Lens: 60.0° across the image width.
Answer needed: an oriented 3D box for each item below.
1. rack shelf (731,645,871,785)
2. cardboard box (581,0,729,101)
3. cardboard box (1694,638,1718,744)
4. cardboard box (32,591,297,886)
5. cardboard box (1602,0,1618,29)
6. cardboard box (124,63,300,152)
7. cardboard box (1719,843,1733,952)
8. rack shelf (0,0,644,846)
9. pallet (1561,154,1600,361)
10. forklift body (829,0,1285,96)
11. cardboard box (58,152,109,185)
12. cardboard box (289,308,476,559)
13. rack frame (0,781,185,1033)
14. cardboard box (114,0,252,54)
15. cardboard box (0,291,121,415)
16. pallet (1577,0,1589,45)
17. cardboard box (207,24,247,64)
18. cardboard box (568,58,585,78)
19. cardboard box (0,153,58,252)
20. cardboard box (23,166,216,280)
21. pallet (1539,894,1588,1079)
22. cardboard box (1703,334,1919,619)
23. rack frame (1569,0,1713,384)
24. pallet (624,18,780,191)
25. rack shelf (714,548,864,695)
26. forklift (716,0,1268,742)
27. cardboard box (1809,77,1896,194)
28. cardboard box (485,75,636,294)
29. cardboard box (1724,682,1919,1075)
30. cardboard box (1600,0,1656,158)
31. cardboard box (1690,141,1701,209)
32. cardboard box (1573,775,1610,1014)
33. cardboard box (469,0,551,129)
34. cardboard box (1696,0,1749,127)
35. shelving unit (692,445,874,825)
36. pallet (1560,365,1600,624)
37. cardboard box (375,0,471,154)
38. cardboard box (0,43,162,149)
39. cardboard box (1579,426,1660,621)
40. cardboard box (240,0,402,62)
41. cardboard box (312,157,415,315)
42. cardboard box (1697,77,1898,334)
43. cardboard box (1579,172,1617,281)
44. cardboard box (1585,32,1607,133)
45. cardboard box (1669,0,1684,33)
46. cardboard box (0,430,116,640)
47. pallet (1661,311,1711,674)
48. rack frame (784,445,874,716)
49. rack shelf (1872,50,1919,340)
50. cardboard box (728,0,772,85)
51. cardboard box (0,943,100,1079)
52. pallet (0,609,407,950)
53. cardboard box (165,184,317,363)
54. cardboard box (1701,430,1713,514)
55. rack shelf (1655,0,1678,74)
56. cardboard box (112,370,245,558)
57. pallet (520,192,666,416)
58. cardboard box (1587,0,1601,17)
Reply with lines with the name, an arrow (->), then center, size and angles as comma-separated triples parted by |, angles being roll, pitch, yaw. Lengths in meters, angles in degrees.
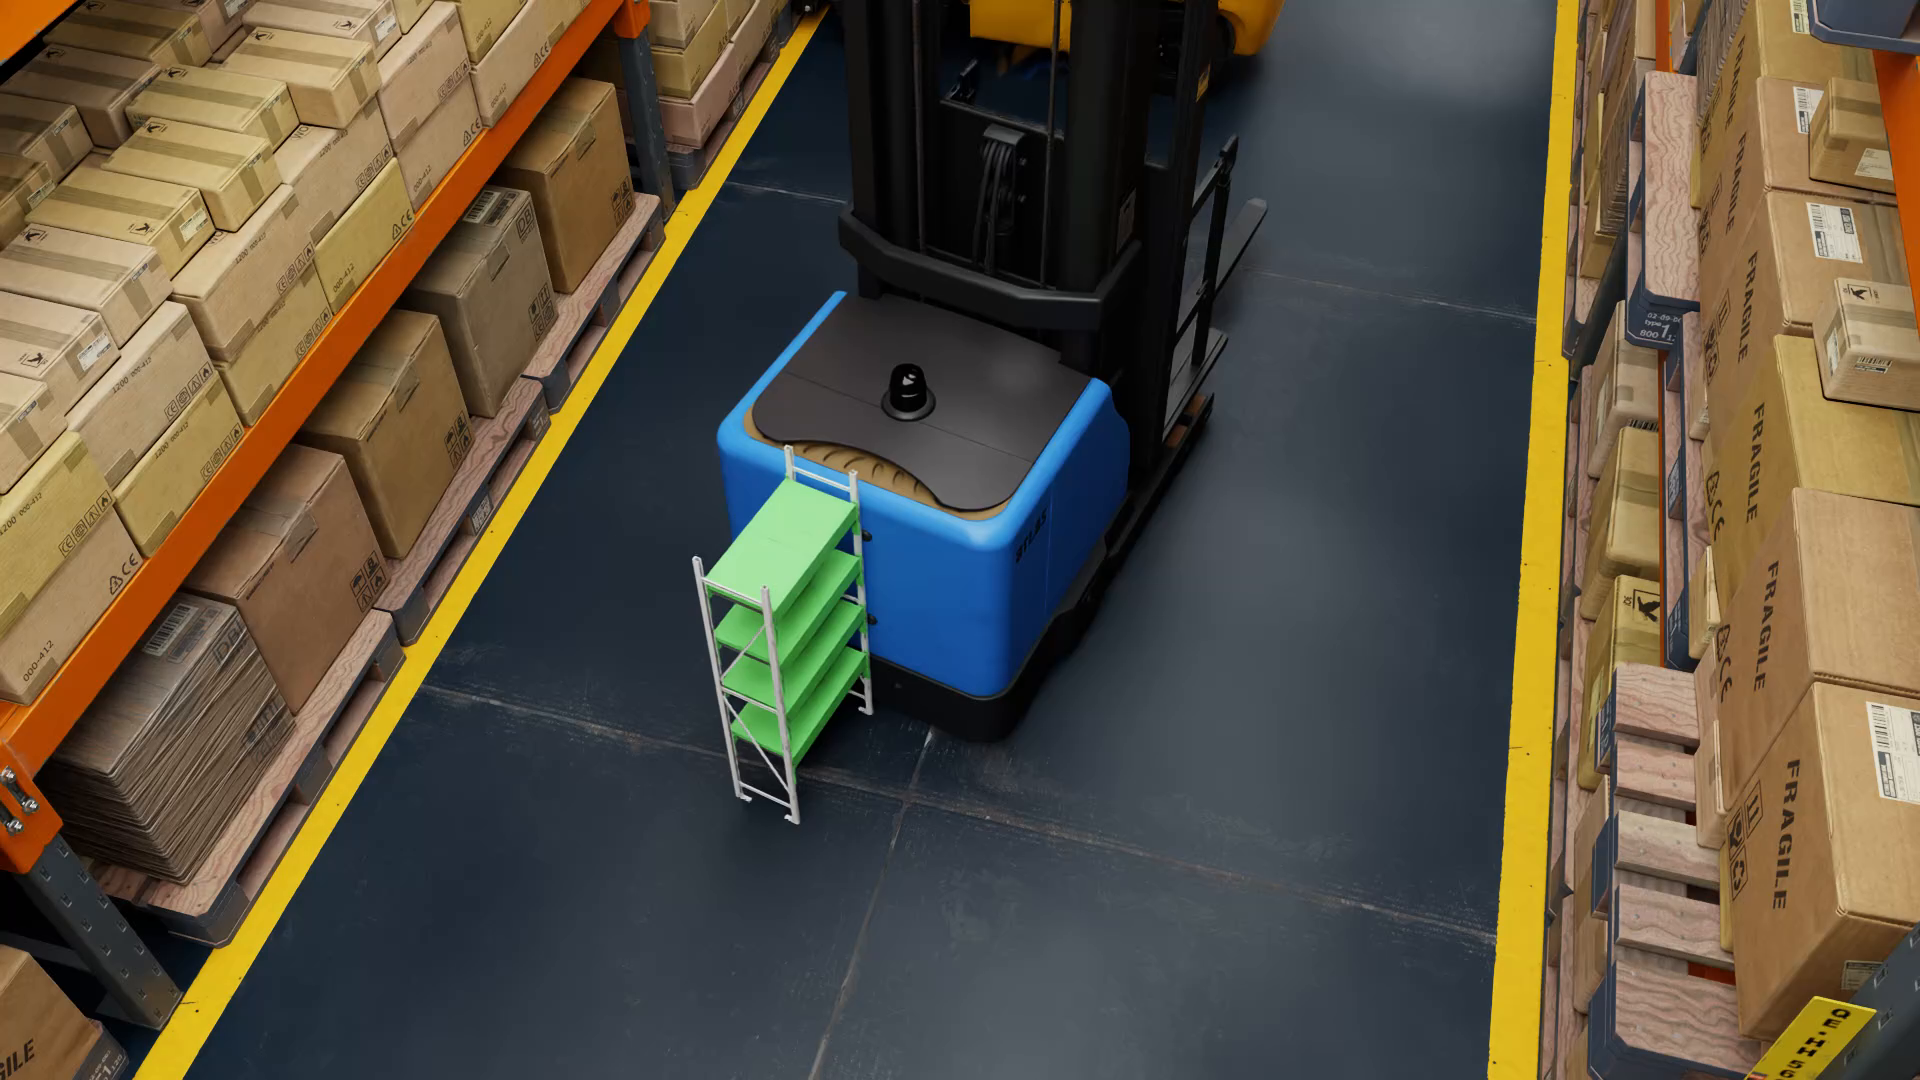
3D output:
rack shelf -> -0.520, 0.526, 5.391 | 0.258, 0.148, 0.480 | 21, 52, 18
cardboard box -> -1.367, -2.246, 7.452 | 0.500, 0.250, 0.500 | 11, 50, 10
cardboard box -> 1.902, 0.388, 3.794 | 0.380, 0.149, 0.250 | 9, 49, 8
cardboard box -> -2.667, 0.529, 5.086 | 0.875, 0.625, 0.625 | 13, 50, 11
cardboard box -> 3.292, -2.670, 7.659 | 0.500, 0.500, 0.500 | 12, 50, 11
cardboard box -> -2.172, -1.232, 4.838 | 0.380, 0.149, 0.250 | 12, 50, 10
cardboard box -> 1.805, 0.760, 3.466 | 0.380, 0.149, 0.250 | 12, 50, 11
rack shelf -> -2.318, -0.878, 5.504 | 1.077, 0.370, 4.000 | 12, 50, 10
pallet -> 3.140, -1.156, 7.129 | 1.003, 0.211, 1.213 | 12, 50, 10
forklift body -> 0.522, -3.443, 7.855 | 2.313, 2.155, 1.214 | 12, 50, 10
cardboard box -> -2.727, -0.897, 4.808 | 0.500, 0.250, 0.500 | 11, 50, 10
cardboard box -> -2.326, -0.432, 5.935 | 0.875, 0.625, 0.625 | 10, 49, 8
rack frame -> -2.845, 0.331, 3.958 | 1.000, 3.000, 0.127 | 12, 50, 10
cardboard box -> -2.478, -1.687, 5.239 | 0.380, 0.149, 0.250 | 11, 50, 10
cardboard box -> -2.365, -0.474, 4.168 | 0.380, 0.149, 0.250 | 13, 50, 11
pallet -> 3.783, -2.921, 8.687 | 1.003, 0.211, 1.213 | 12, 50, 10
cardboard box -> -2.461, -1.631, 5.456 | 0.500, 0.250, 0.500 | 10, 49, 9
cardboard box -> -1.861, -2.350, 7.544 | 0.500, 0.250, 0.500 | 11, 49, 9
cardboard box -> -2.725, -0.944, 4.583 | 0.380, 0.149, 0.250 | 11, 50, 10
cardboard box -> -2.271, -0.853, 4.503 | 0.380, 0.149, 0.250 | 12, 50, 10
pallet -> 2.152, 1.665, 4.640 | 1.003, 0.211, 1.213 | 12, 50, 10
cardboard box -> 2.053, -0.088, 3.782 | 0.500, 0.500, 0.500 | 9, 49, 7
rack frame -> 2.998, -1.586, 5.649 | 1.000, 3.000, 0.127 | 12, 50, 10
pallet -> -1.542, -2.207, 8.057 | 1.003, 0.211, 1.213 | 12, 50, 10
rack shelf -> -0.520, 0.208, 5.031 | 0.258, 0.148, 0.480 | 21, 52, 18
forklift -> 0.352, -1.408, 5.537 | 1.130, 2.935, 3.031 | 21, 52, 18
cardboard box -> 2.346, -0.995, 4.149 | 0.380, 0.149, 0.250 | 14, 50, 12
cardboard box -> -1.919, -1.536, 6.909 | 0.875, 0.625, 0.625 | 14, 50, 12
cardboard box -> 1.796, 0.653, 3.128 | 0.500, 0.500, 0.500 | 10, 49, 9
cardboard box -> 3.027, -1.912, 6.991 | 0.500, 0.500, 0.500 | 12, 50, 11
cardboard box -> 2.473, -1.125, 5.130 | 0.380, 0.149, 0.250 | 12, 50, 11
cardboard box -> 2.290, 1.096, 4.755 | 0.950, 0.372, 0.625 | 11, 49, 9
cardboard box -> -1.799, -1.732, 5.878 | 0.500, 0.250, 0.500 | 11, 50, 10
cardboard box -> 2.598, -1.574, 5.093 | 0.500, 0.500, 0.500 | 13, 50, 11
shelving unit -> -0.520, 0.325, 5.163 | 0.258, 1.200, 0.503 | 21, 52, 18
pallet -> 2.794, -0.100, 6.197 | 1.003, 0.211, 1.213 | 12, 50, 10
cardboard box -> -1.943, -1.531, 5.367 | 0.500, 0.250, 0.500 | 12, 50, 11
cardboard box -> -2.569, -1.307, 4.903 | 0.380, 0.149, 0.250 | 13, 50, 11
cardboard box -> 2.676, 0.045, 5.682 | 0.950, 0.372, 0.625 | 14, 50, 12
cardboard box -> -1.976, -1.589, 5.153 | 0.380, 0.149, 0.250 | 12, 50, 10
cardboard box -> -2.088, -1.004, 5.236 | 0.500, 0.250, 0.500 | 13, 50, 11
cardboard box -> 2.323, -0.857, 4.460 | 0.500, 0.500, 0.500 | 11, 50, 10
cardboard box -> 2.894, -1.296, 6.947 | 0.500, 0.250, 0.500 | 14, 50, 12
cardboard box -> 3.163, -2.050, 7.612 | 0.500, 0.250, 0.500 | 12, 50, 11
cardboard box -> 2.847, -1.977, 6.162 | 0.380, 0.149, 0.250 | 13, 50, 11
cardboard box -> -2.468, -0.053, 4.063 | 0.500, 0.250, 0.500 | 12, 50, 10
pallet -> 2.426, -0.069, 4.438 | 1.003, 0.211, 1.213 | 12, 50, 10
rack frame -> -0.408, 0.162, 5.307 | 0.240, 1.200, 0.015 | 21, 52, 18
rack shelf -> 2.471, -0.894, 3.517 | 1.077, 0.370, 4.000 | 12, 50, 10
cardboard box -> -1.226, -2.447, 7.963 | 0.500, 0.250, 0.500 | 11, 49, 9
cardboard box -> -2.749, 1.367, 4.430 | 0.500, 0.500, 0.500 | 13, 50, 11
pallet -> -2.590, 0.666, 5.522 | 1.003, 0.211, 1.213 | 12, 50, 10
cardboard box -> -2.204, -0.795, 4.718 | 0.500, 0.250, 0.500 | 10, 49, 9
cardboard box -> 2.136, -0.168, 4.285 | 0.380, 0.149, 0.250 | 10, 49, 9
rack shelf -> 3.524, -2.794, 7.196 | 1.077, 0.370, 4.000 | 12, 50, 10
cardboard box -> -2.355, -0.255, 4.575 | 0.500, 0.250, 0.500 | 11, 49, 9
pallet -> -1.948, -1.099, 7.079 | 1.003, 0.211, 1.213 | 12, 50, 10
cardboard box -> 3.430, -2.812, 8.285 | 0.500, 0.250, 0.500 | 13, 50, 11
